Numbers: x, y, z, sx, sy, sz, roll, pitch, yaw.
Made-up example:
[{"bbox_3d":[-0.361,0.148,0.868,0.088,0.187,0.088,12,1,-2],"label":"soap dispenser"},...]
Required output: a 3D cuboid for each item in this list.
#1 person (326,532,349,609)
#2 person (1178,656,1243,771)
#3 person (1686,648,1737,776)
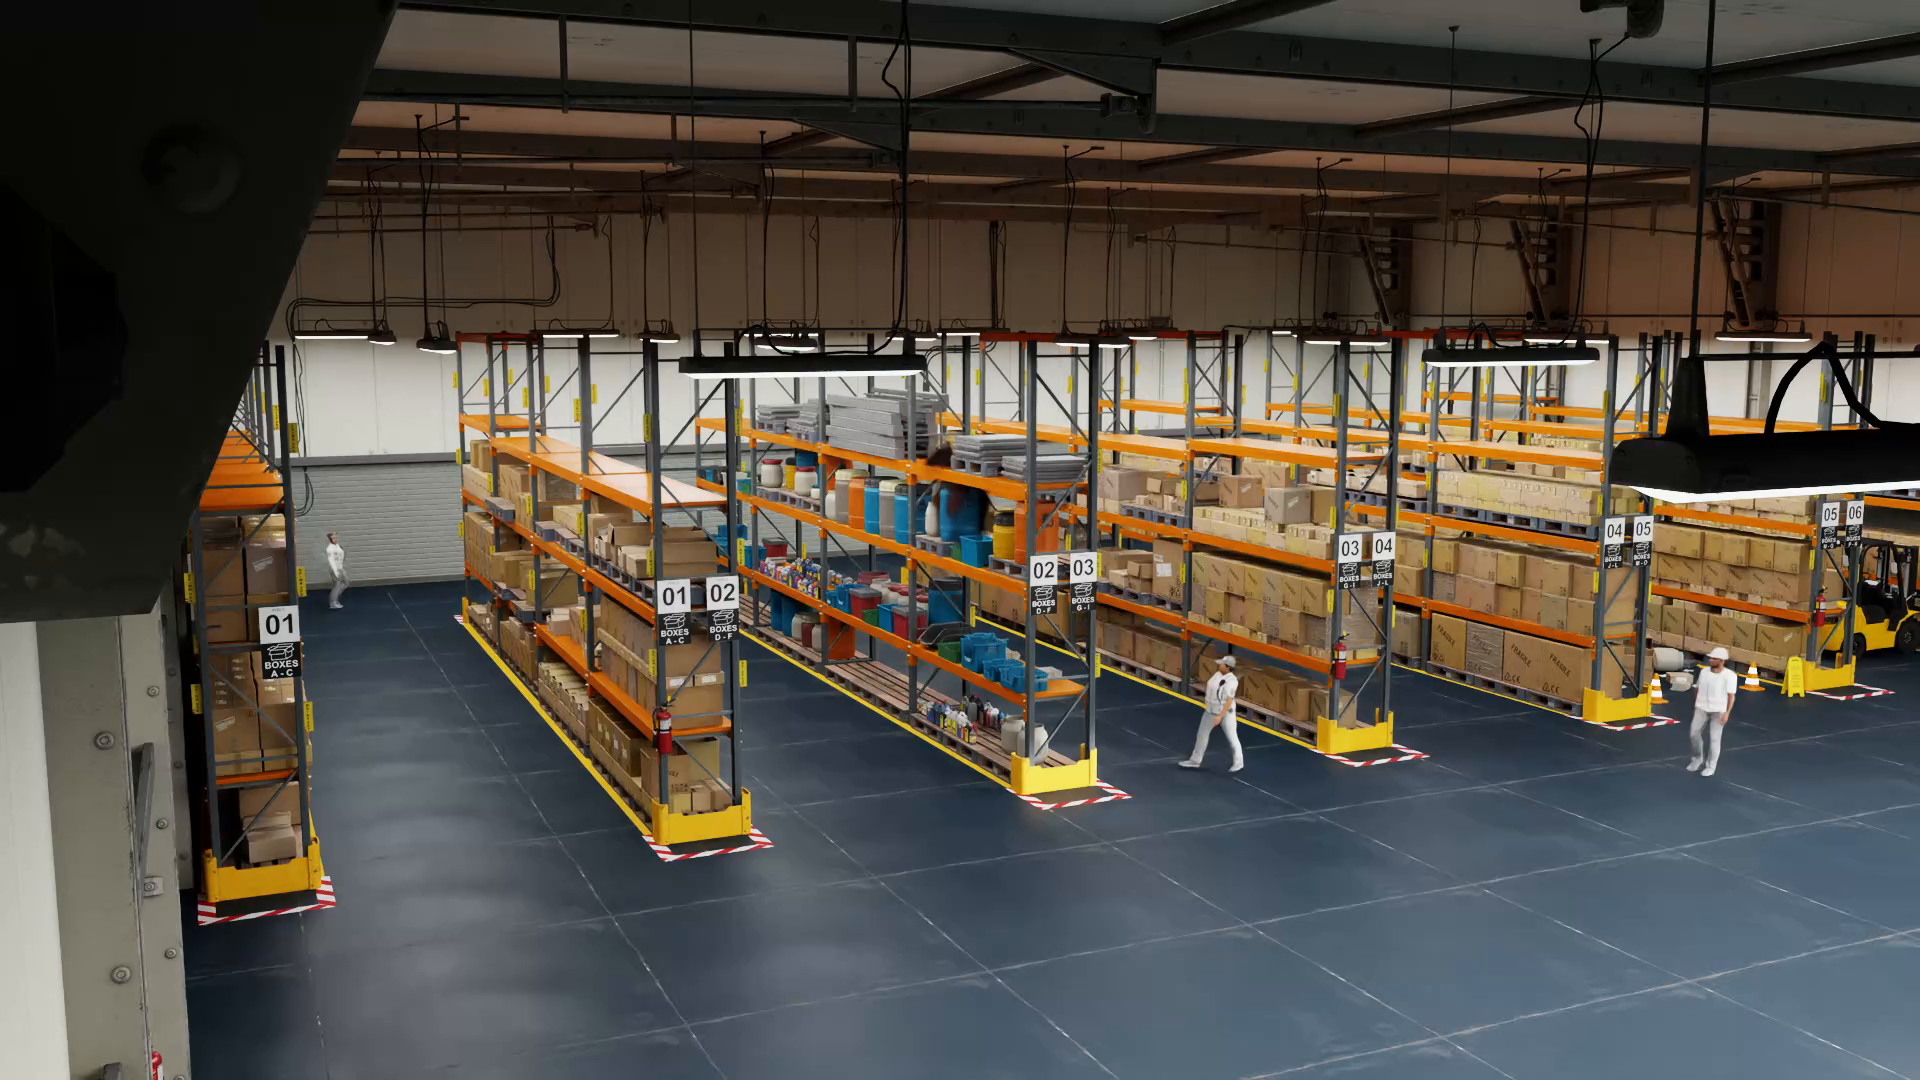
[{"bbox_3d":[-13.447,0.646,35.933,0.431,1.676,0.550,-2,8,-16],"label":"person"},{"bbox_3d":[3.540,2.408,23.204,0.758,1.629,0.659,-7,10,-40],"label":"person"},{"bbox_3d":[10.409,2.381,23.036,0.590,1.787,0.545,6,10,40],"label":"person"}]
